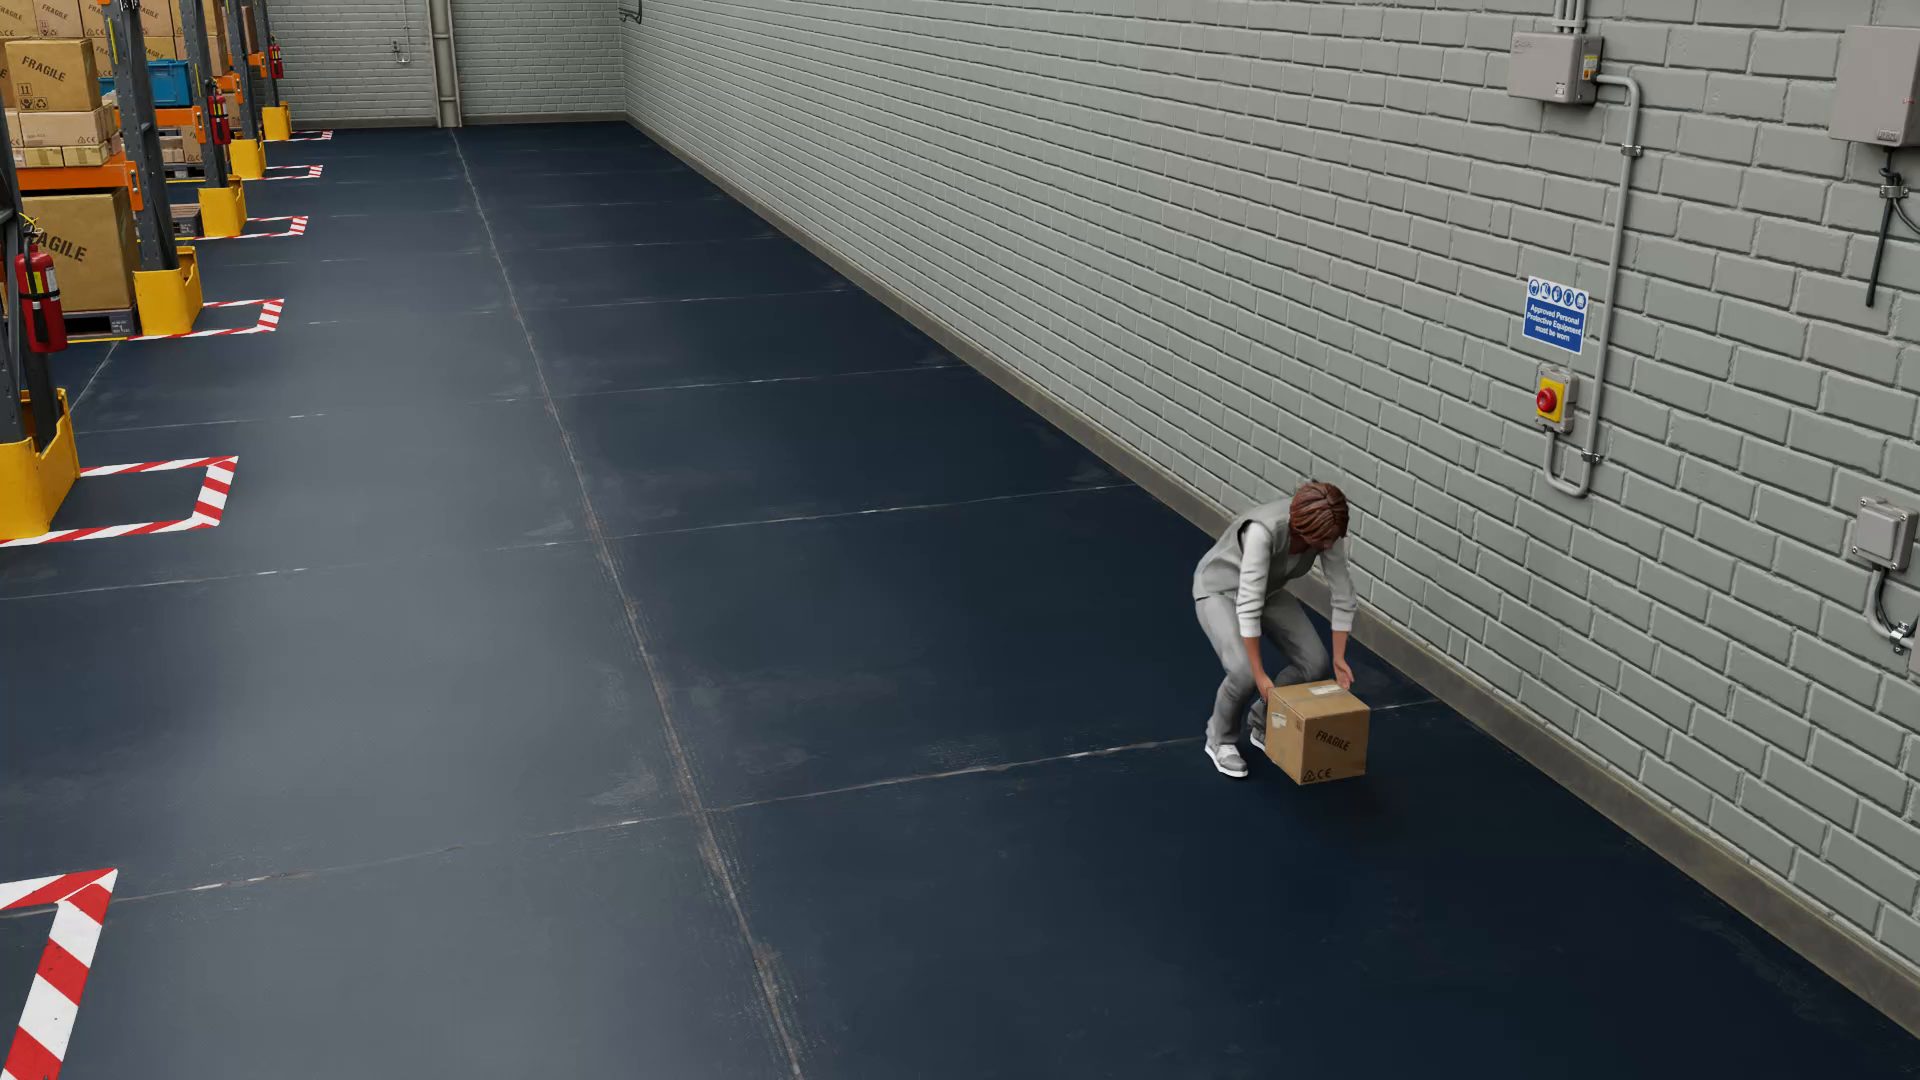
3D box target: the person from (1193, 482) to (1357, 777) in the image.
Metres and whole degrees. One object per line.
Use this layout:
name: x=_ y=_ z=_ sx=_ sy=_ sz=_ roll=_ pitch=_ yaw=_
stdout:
person: x=1.125 y=0.287 z=5.954 sx=0.462 sy=1.148 sz=0.720 roll=-6 pitch=20 yaw=-17
